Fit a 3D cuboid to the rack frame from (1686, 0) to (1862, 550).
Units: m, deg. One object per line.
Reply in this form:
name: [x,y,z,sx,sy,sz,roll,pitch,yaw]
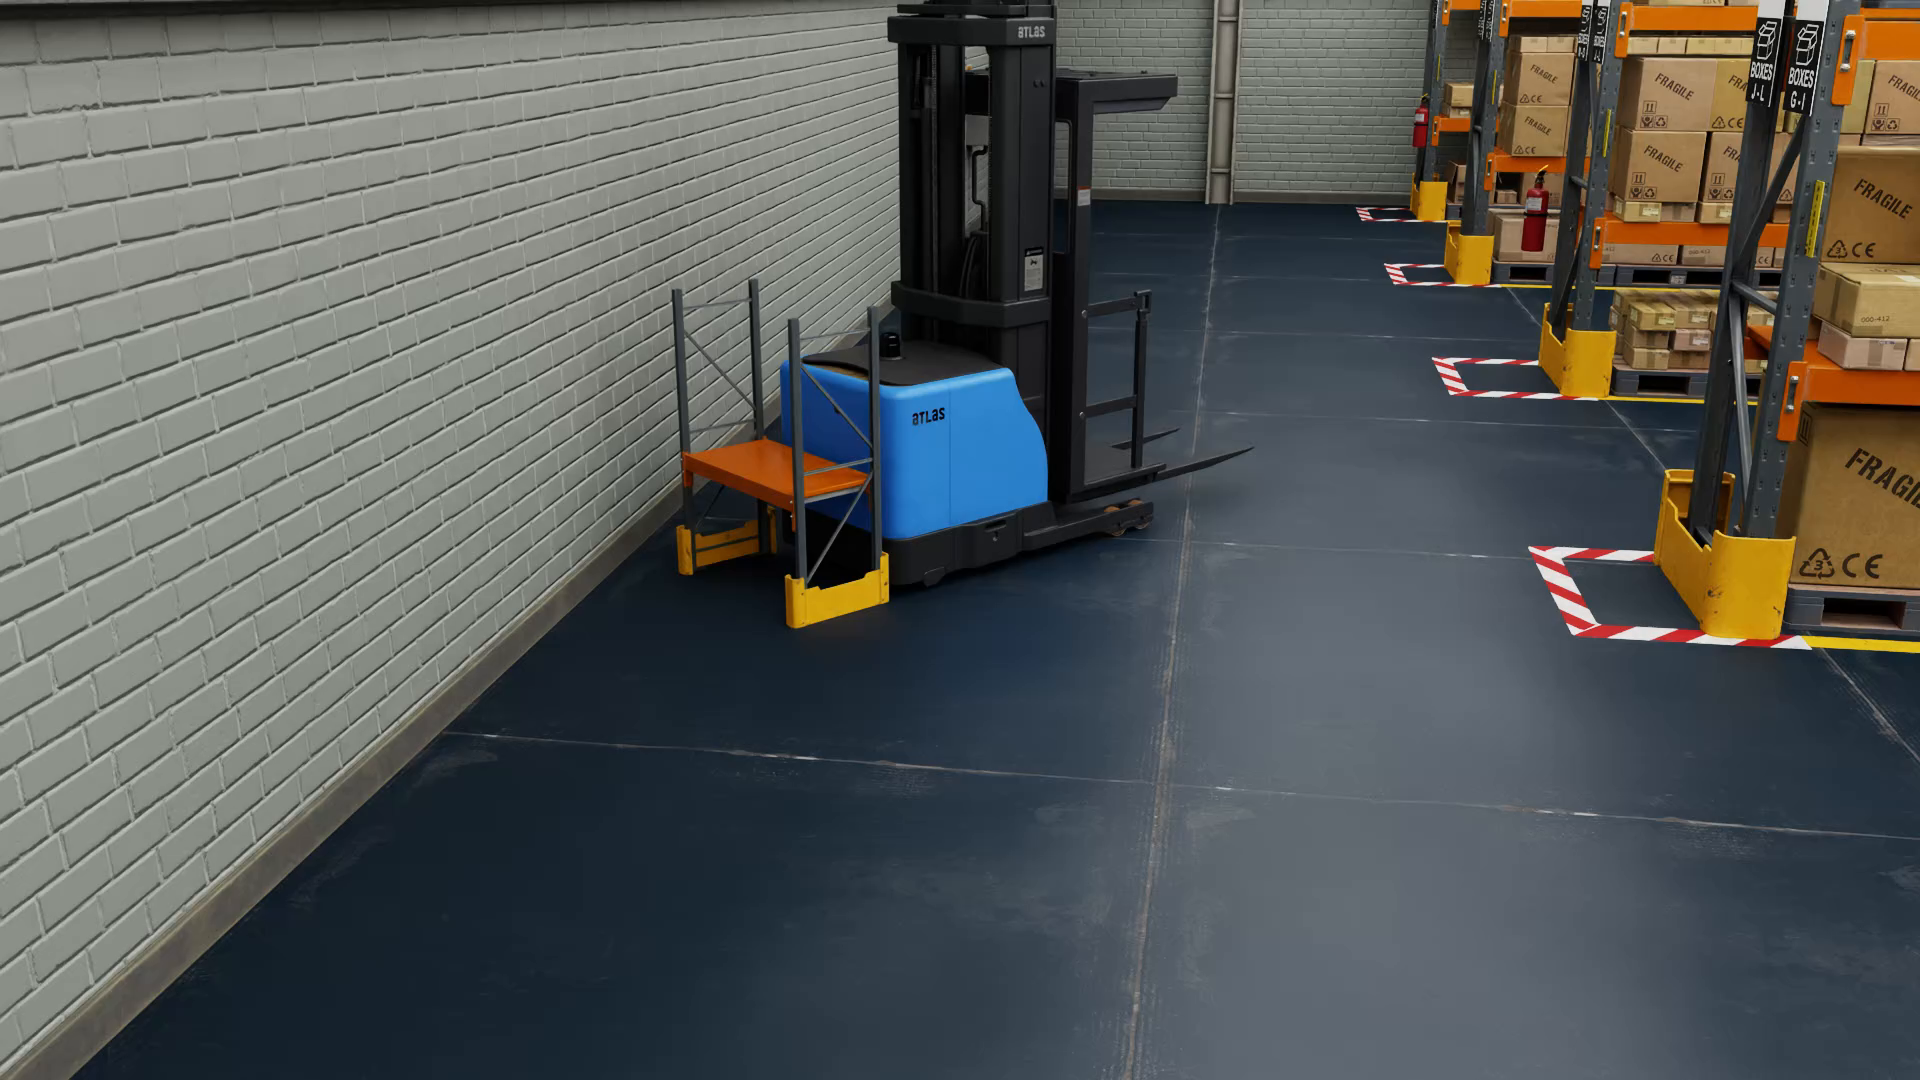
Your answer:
rack frame: [3.843,-1.134,7.965,0.127,3.000,1.000,3,19,9]

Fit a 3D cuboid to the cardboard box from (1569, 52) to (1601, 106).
cardboard box: [6.355,-4.623,16.659,0.500,0.500,0.500,2,19,7]

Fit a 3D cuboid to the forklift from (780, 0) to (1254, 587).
forklift: [0.472,-1.522,9.232,3.031,2.935,1.130,-16,24,-39]

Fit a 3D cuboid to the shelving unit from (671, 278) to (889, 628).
shelving unit: [-0.922,-0.472,8.350,0.587,1.500,1.083,-15,24,-38]

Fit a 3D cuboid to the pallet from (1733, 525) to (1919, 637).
pallet: [4.645,0.204,8.360,1.213,0.211,1.003,3,19,9]

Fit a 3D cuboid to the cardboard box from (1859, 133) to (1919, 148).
cardboard box: [6.647,-2.691,11.991,0.500,0.500,0.500,2,19,7]

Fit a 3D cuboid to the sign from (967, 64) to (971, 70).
sign: [0.108,-5.551,19.863,0.001,0.242,0.339,3,19,9]

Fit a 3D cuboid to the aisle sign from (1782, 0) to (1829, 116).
aisle sign: [3.725,-2.276,7.282,0.004,0.787,0.394,3,19,9]

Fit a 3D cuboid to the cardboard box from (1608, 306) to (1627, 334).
cardboard box: [5.296,-1.734,13.120,0.250,0.149,0.380,2,19,7]

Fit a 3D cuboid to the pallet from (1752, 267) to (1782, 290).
pallet: [8.626,-2.778,17.272,1.213,0.211,1.003,3,19,9]

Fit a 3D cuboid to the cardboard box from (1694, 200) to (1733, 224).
cardboard box: [5.513,-2.414,12.188,0.250,0.149,0.380,2,19,7]

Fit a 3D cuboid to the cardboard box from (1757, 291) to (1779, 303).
cardboard box: [6.327,-1.832,12.944,0.250,0.149,0.380,4,19,11]

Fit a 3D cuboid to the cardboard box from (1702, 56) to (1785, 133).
cardboard box: [5.630,-3.216,11.986,0.500,0.500,0.500,3,19,10]

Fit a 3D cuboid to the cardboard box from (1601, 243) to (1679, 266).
cardboard box: [6.987,-3.177,17.448,0.875,0.438,0.875,3,19,10]

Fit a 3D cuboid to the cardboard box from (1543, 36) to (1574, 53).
cardboard box: [5.992,-4.972,16.681,0.250,0.149,0.380,3,19,10]

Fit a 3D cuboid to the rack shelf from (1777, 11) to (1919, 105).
rack shelf: [5.818,-2.115,7.302,4.000,0.370,1.077,3,19,9]

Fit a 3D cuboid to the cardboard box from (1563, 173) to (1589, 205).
cardboard box: [8.132,-4.634,21.703,0.500,0.500,0.500,3,19,10]

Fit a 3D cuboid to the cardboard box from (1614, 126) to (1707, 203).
cardboard box: [5.129,-2.762,12.204,0.500,0.500,0.500,4,19,11]

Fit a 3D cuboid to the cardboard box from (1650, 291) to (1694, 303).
cardboard box: [5.532,-1.834,12.951,0.250,0.149,0.380,3,19,10]

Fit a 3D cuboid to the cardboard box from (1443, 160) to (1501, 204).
cardboard box: [6.788,-4.749,22.040,0.637,0.503,0.797,2,19,6]

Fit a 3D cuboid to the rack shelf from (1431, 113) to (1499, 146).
rack shelf: [8.173,-5.352,21.705,4.000,0.370,1.077,3,19,9]

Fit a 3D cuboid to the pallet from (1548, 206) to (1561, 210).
pallet: [8.262,-4.365,22.018,1.213,0.211,1.003,3,19,9]

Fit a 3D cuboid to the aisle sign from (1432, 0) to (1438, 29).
aisle sign: [6.085,-6.938,21.214,0.004,0.787,0.394,3,19,9]

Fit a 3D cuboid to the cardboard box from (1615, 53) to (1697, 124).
cardboard box: [5.221,-3.400,12.536,0.500,0.500,0.500,3,19,8]

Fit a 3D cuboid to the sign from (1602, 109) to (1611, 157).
sign: [4.644,-2.923,11.948,0.005,0.325,0.100,3,19,9]

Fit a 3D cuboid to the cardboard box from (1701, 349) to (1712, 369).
cardboard box: [5.714,-1.405,12.607,0.250,0.149,0.380,3,19,9]

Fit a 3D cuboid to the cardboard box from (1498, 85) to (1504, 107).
cardboard box: [7.102,-5.731,21.472,0.500,0.250,0.500,3,19,9]

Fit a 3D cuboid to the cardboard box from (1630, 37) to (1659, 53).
cardboard box: [6.761,-4.919,16.521,0.250,0.149,0.380,3,19,9]

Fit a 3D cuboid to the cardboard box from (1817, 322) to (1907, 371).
cardboard box: [4.141,-0.893,7.642,0.250,0.149,0.380,3,19,9]

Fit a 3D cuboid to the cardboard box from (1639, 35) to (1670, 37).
cardboard box: [7.070,-5.065,16.959,0.250,0.149,0.380,3,19,10]

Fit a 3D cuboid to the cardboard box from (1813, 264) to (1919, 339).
cardboard box: [4.274,-1.095,7.616,0.500,0.250,0.500,2,19,7]

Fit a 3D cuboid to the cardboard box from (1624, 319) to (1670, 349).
cardboard box: [5.206,-1.564,12.613,0.250,0.149,0.380,4,19,11]

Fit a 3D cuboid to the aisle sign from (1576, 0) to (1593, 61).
aisle sign: [4.705,-4.013,12.473,0.004,0.787,0.394,3,19,9]

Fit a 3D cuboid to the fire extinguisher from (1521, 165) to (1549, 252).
fire extinguisher: [4.554,-2.626,13.135,0.183,0.674,0.296,3,19,9]

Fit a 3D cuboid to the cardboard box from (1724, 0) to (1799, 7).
cardboard box: [5.652,-3.903,11.751,0.500,0.250,0.500,4,19,10]

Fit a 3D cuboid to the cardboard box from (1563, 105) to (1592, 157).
cardboard box: [6.347,-4.155,16.837,0.500,0.500,0.500,3,19,8]

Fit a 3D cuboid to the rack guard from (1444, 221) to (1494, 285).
rack guard: [5.391,-3.054,17.644,0.348,0.500,1.175,3,19,9]

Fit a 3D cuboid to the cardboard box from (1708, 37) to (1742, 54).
cardboard box: [7.513,-4.874,16.387,0.250,0.149,0.380,3,19,9]

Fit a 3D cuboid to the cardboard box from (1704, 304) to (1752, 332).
cardboard box: [5.713,-1.650,12.401,0.250,0.149,0.380,3,19,9]

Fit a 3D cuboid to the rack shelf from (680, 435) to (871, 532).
rack shelf: [-0.917,-0.299,8.401,0.538,0.185,1.000,-15,24,-38]

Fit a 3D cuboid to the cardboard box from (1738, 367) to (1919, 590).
cardboard box: [4.488,-0.318,8.214,0.875,0.875,0.875,3,19,9]

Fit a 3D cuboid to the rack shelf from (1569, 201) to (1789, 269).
rack shelf: [6.704,-2.241,12.407,4.000,0.370,1.077,3,19,9]

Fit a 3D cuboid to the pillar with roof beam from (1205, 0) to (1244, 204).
pillar with roof beam: [2.997,-7.708,18.158,0.400,9.000,9.100,3,19,9]

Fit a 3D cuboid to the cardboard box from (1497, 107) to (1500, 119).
cardboard box: [7.003,-5.571,21.623,0.250,0.149,0.380,3,19,8]
